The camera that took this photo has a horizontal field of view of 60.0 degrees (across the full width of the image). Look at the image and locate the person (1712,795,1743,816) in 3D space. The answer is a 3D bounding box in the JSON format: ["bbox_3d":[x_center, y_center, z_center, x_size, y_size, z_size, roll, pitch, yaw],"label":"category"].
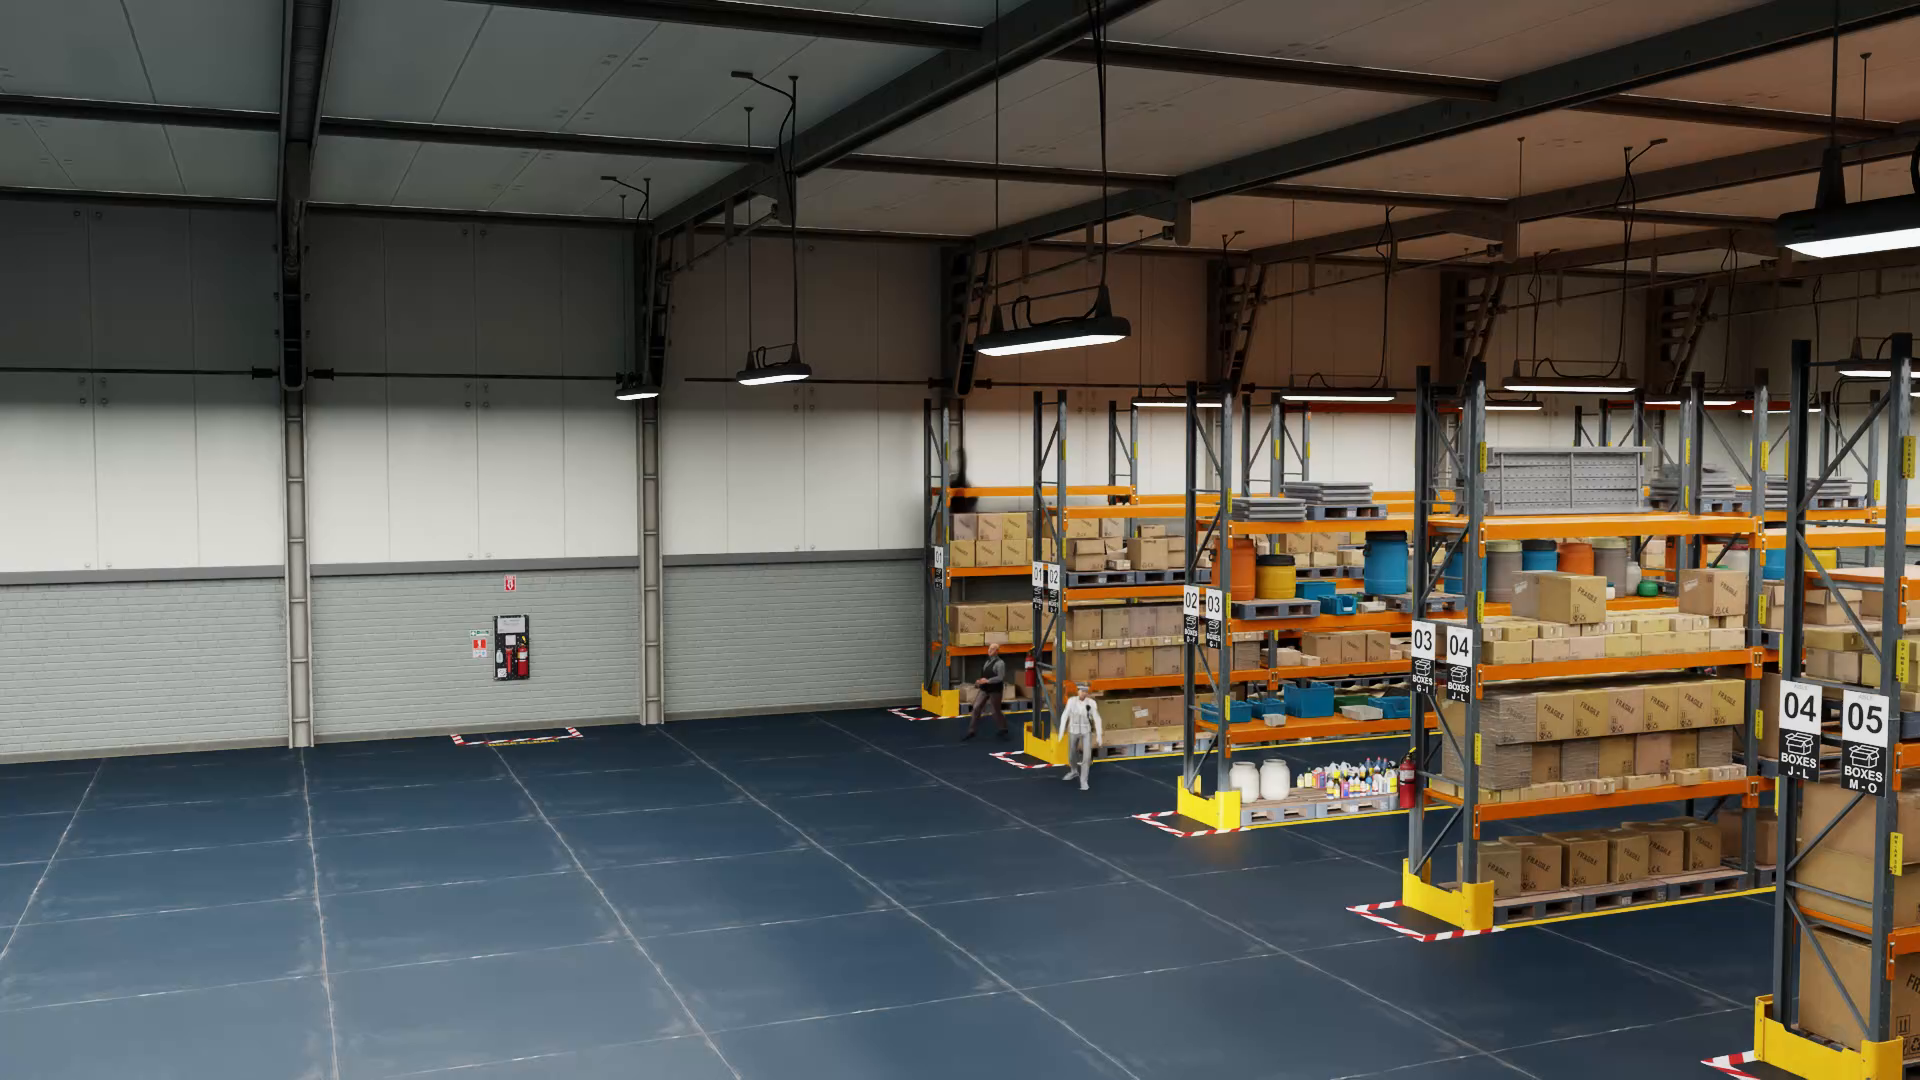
[{"bbox_3d":[10.746,2.976,23.112,0.848,1.715,0.521,-2,4,-34],"label":"person"}]

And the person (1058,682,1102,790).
[{"bbox_3d":[1.814,2.892,24.992,0.661,1.617,0.785,0,3,6],"label":"person"}]

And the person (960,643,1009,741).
[{"bbox_3d":[0.547,2.602,28.588,0.910,1.689,0.701,-3,5,-44],"label":"person"}]
